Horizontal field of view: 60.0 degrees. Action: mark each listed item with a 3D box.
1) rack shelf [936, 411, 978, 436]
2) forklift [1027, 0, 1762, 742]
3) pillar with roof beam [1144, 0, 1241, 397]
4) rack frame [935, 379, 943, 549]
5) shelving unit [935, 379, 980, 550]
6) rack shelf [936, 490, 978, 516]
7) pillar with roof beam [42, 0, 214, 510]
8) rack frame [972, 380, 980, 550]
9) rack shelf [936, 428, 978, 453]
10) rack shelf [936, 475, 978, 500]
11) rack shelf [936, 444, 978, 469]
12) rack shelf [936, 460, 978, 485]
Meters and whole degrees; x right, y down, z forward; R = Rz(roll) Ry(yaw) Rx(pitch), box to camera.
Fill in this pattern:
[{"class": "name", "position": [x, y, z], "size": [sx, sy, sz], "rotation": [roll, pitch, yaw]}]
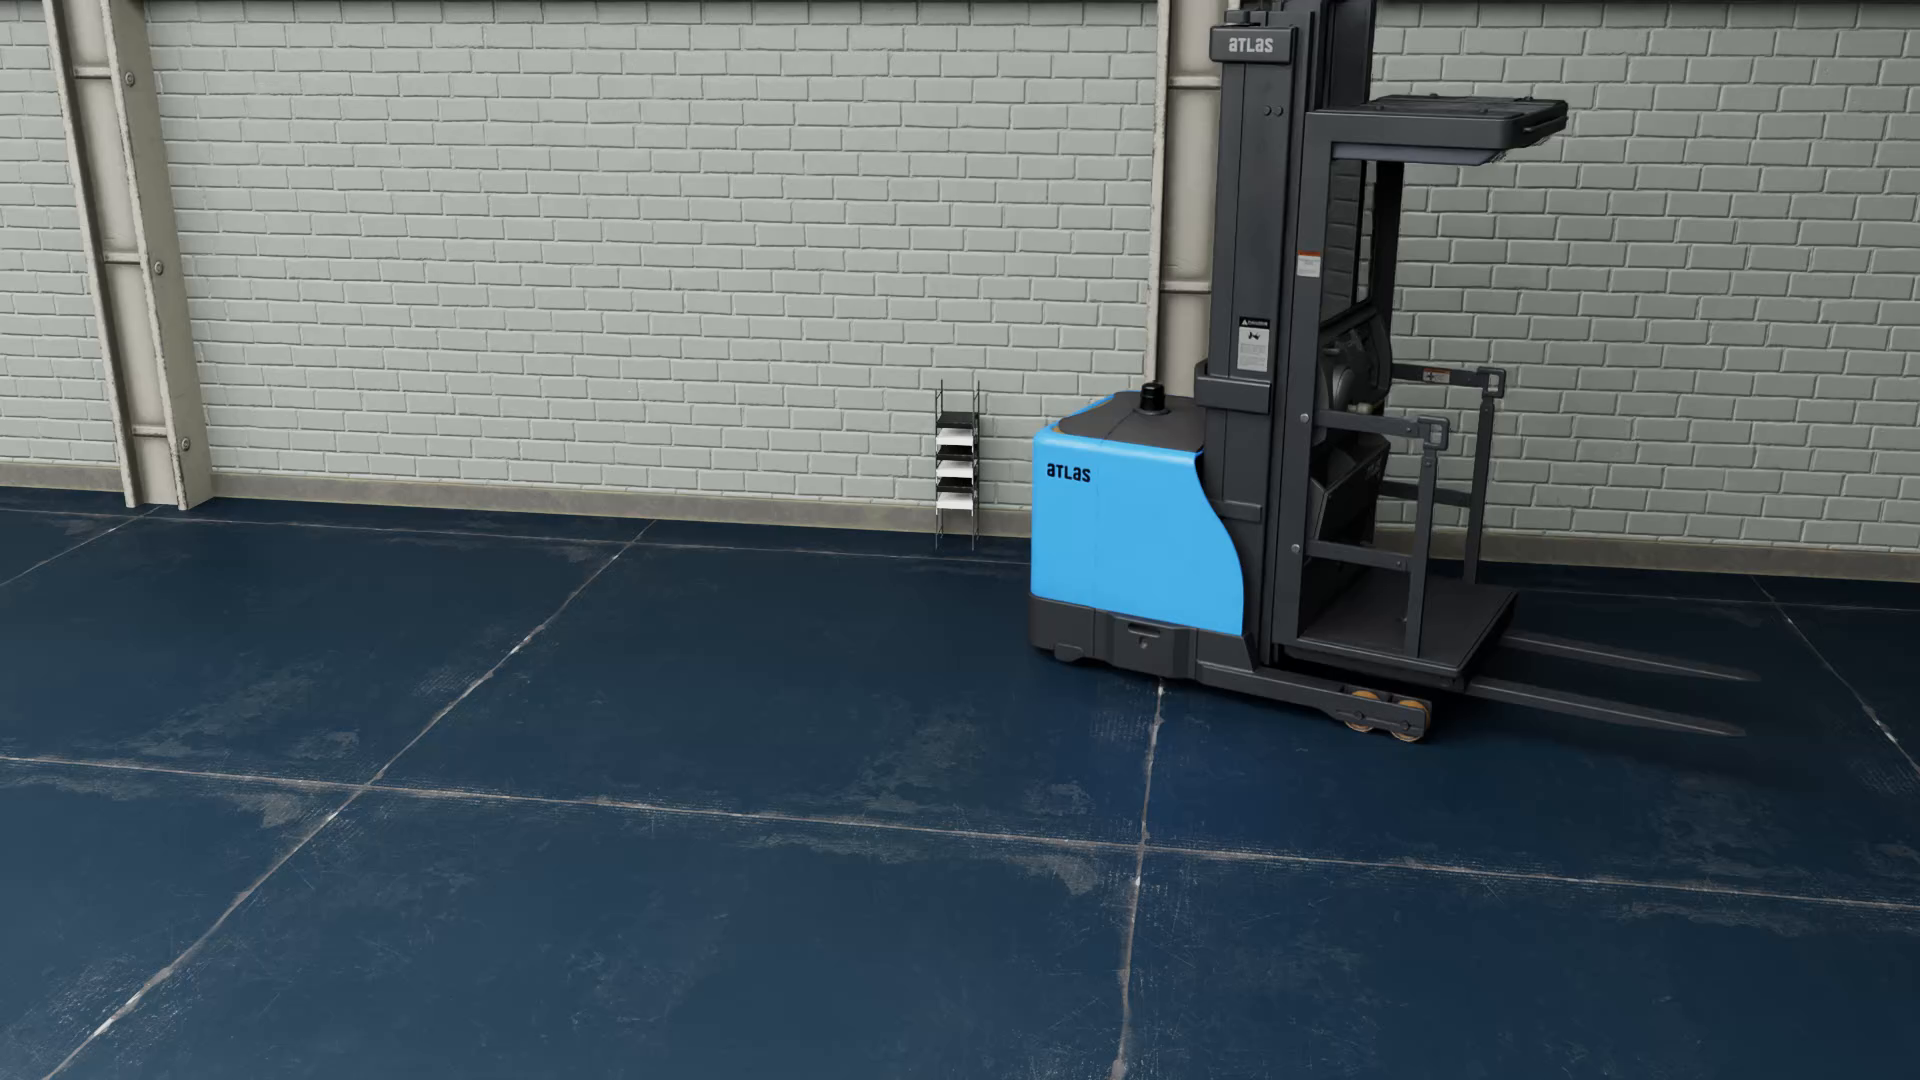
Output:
[{"class": "rack shelf", "position": [-0.013, -0.636, 9.039], "size": [0.200, 0.077, 0.258], "rotation": [3, 19, 7]}, {"class": "forklift", "position": [1.847, -0.755, 6.940], "size": [3.031, 2.935, 1.130], "rotation": [10, 21, 28]}, {"class": "pillar with roof beam", "position": [0.499, -2.852, 3.644], "size": [0.400, 9.000, 9.100], "rotation": [3, 19, 9]}, {"class": "rack frame", "position": [-0.114, -0.416, 9.128], "size": [0.006, 0.900, 0.240], "rotation": [3, 19, 7]}, {"class": "shelving unit", "position": [-0.013, -0.412, 9.115], "size": [0.210, 0.900, 0.258], "rotation": [3, 19, 7]}, {"class": "rack shelf", "position": [-0.013, -0.209, 9.183], "size": [0.200, 0.077, 0.258], "rotation": [3, 19, 7]}, {"class": "pillar with roof beam", "position": [-5.425, -3.154, 4.547], "size": [0.400, 9.000, 9.100], "rotation": [3, 19, 9]}, {"class": "rack frame", "position": [0.088, -0.407, 9.101], "size": [0.006, 0.900, 0.240], "rotation": [3, 19, 7]}, {"class": "rack shelf", "position": [-0.013, -0.551, 9.068], "size": [0.200, 0.077, 0.258], "rotation": [3, 19, 7]}, {"class": "rack shelf", "position": [-0.013, -0.295, 9.154], "size": [0.200, 0.077, 0.258], "rotation": [3, 19, 7]}, {"class": "rack shelf", "position": [-0.013, -0.465, 9.097], "size": [0.200, 0.077, 0.258], "rotation": [3, 19, 7]}, {"class": "rack shelf", "position": [-0.013, -0.380, 9.125], "size": [0.200, 0.077, 0.258], "rotation": [3, 19, 7]}]
